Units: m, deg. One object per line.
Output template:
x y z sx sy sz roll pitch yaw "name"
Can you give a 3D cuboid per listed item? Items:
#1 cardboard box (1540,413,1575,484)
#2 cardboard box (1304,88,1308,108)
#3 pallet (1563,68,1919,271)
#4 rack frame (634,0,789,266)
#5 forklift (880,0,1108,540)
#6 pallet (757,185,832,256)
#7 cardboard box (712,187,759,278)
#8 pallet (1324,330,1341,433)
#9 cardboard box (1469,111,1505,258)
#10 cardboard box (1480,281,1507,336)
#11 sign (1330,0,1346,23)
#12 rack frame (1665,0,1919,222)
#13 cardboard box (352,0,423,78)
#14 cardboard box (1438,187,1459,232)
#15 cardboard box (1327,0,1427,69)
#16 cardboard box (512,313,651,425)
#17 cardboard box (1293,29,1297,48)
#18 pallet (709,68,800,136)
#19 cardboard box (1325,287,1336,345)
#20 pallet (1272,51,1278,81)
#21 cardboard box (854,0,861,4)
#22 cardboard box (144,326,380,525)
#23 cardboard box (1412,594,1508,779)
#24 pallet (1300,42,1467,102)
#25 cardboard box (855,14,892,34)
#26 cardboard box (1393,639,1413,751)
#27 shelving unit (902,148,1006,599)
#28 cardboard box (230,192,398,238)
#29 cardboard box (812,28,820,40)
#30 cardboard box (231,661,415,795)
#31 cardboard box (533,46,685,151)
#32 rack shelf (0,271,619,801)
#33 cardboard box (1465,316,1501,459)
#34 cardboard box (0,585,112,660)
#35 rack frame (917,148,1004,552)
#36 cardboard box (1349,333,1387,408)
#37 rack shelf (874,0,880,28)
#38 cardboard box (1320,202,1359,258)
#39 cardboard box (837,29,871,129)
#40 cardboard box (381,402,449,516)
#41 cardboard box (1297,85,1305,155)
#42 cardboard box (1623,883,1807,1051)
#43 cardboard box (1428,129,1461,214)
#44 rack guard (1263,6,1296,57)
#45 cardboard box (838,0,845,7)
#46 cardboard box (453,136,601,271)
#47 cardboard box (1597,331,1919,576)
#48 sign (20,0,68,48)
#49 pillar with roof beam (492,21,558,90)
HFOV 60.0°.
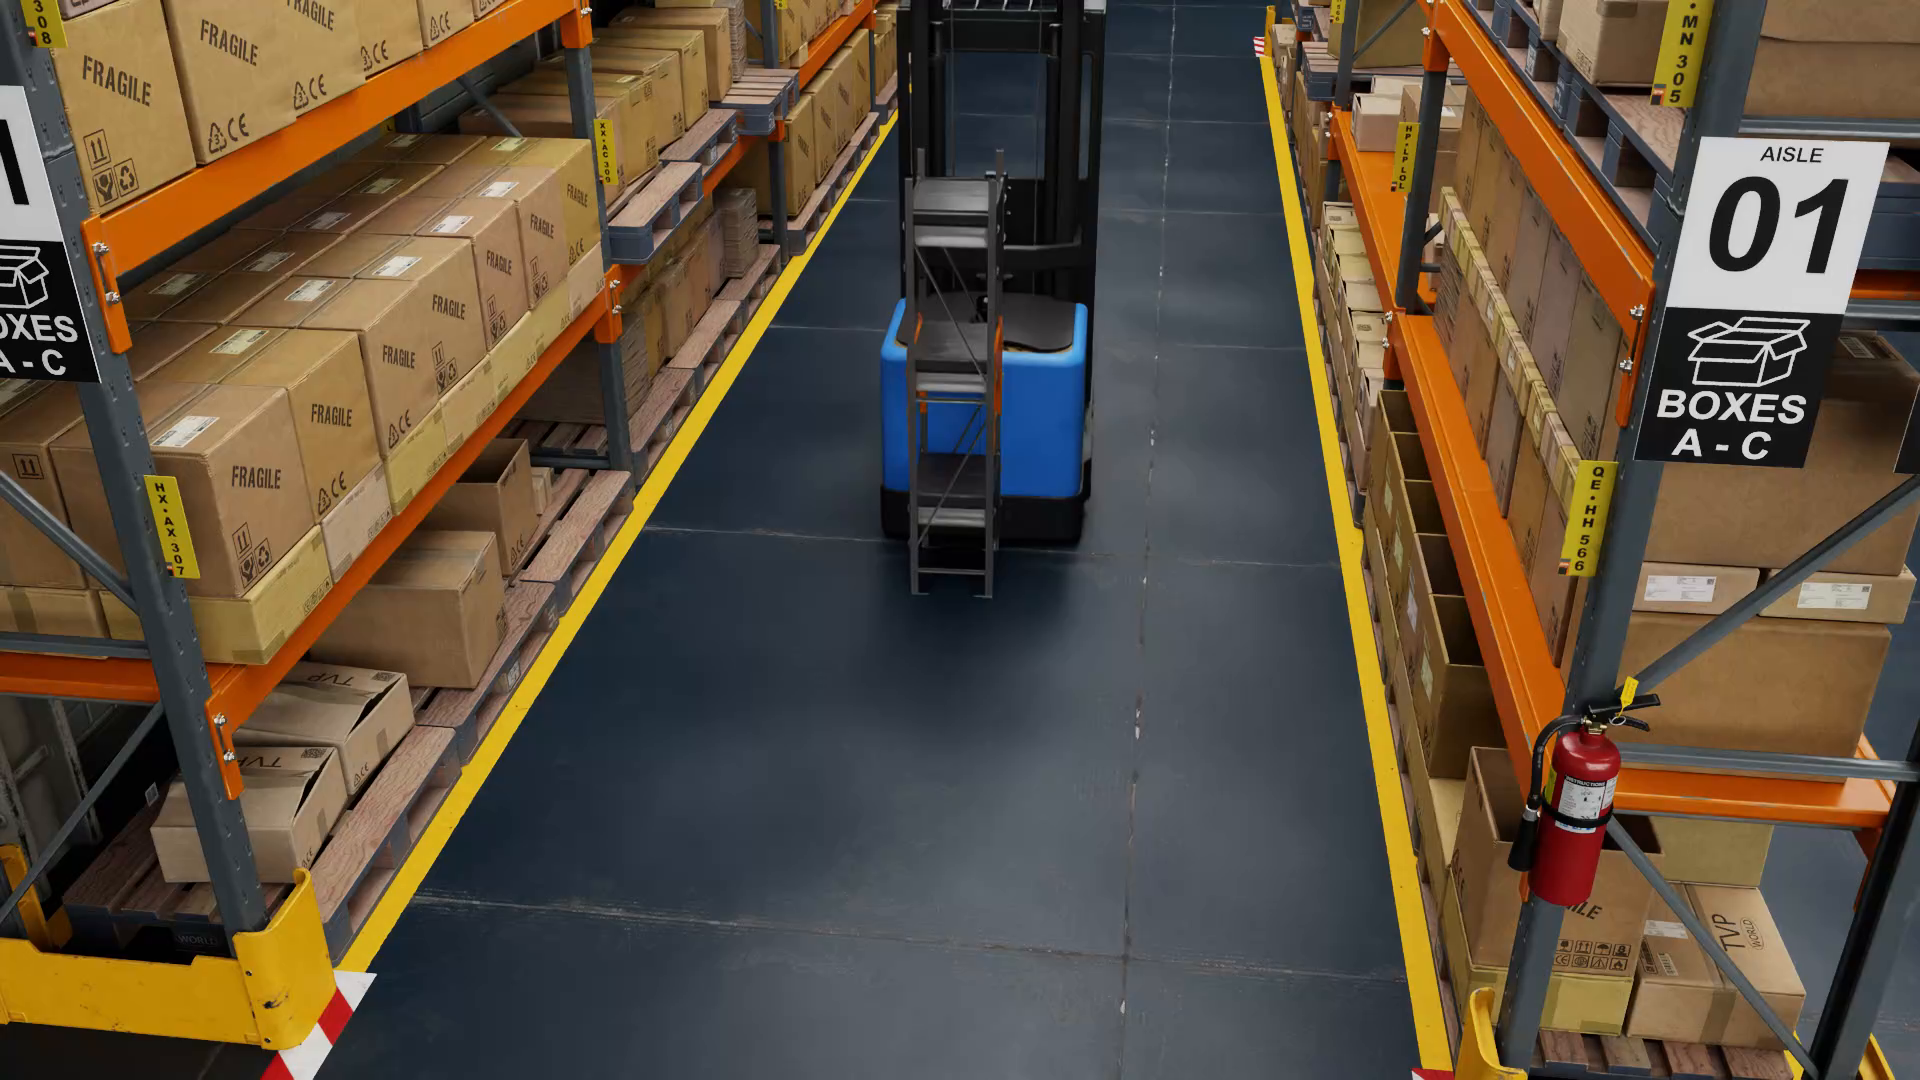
2.082 -0.282 5.321 0.380 0.149 0.250 4 29 7 "cardboard box"
3.176 -3.787 13.998 0.500 0.250 0.500 3 29 6 "cardboard box"
2.242 -1.012 4.397 1.003 0.211 1.213 3 28 6 "pallet"
-1.807 -3.451 11.994 1.000 3.000 0.127 3 28 6 "rack frame"
0.235 -1.962 9.301 1.130 2.935 3.031 2 28 5 "forklift"
-1.635 -2.590 13.336 1.003 0.211 1.213 3 28 6 "pallet"
-1.843 -2.203 11.848 0.700 0.500 0.500 4 29 7 "cardboard box"
2.818 -0.980 10.346 1.003 0.211 1.213 3 28 6 "pallet"
2.511 -1.450 6.806 0.700 0.500 0.500 3 28 6 "cardboard box"
2.241 -0.890 6.450 0.380 0.149 0.250 3 28 5 "cardboard box"
2.570 -3.667 11.257 0.100 0.325 0.005 3 28 6 "sign"
2.130 -2.041 3.050 1.000 3.000 0.127 3 28 6 "rack frame"
-2.293 -1.951 5.919 0.500 0.500 0.500 5 29 9 "cardboard box"
2.395 -1.497 7.576 0.380 0.149 0.250 3 28 6 "cardboard box"
3.075 -3.697 11.902 0.700 0.500 0.500 -6 29 -11 "cardboard box"
-2.223 -1.009 9.632 0.700 0.500 0.500 4 29 8 "cardboard box"
3.825 -5.027 17.087 0.797 0.503 0.637 3 28 6 "cardboard box"
-1.788 -3.025 11.405 1.213 0.211 1.003 3 28 6 "pallet"
2.636 -1.428 10.695 0.500 0.250 0.500 3 28 5 "cardboard box"
3.984 -5.292 18.351 1.003 0.211 1.213 3 28 6 "pallet"
-1.085 -4.937 14.995 0.380 0.149 0.250 4 29 7 "cardboard box"
-2.360 -0.398 5.672 0.500 0.500 0.500 3 29 6 "cardboard box"
2.008 0.555 6.223 0.500 0.500 0.500 3 28 6 "cardboard box"
3.123 -3.404 12.108 1.213 0.211 1.003 3 28 6 "pallet"
-0.900 -5.201 16.750 0.380 0.149 0.250 4 29 8 "cardboard box"
2.074 0.650 6.838 0.500 0.250 0.500 3 28 6 "cardboard box"
-0.020 -0.759 7.945 0.431 2.100 0.503 2 28 4 "shelving unit"
-2.696 -1.155 7.077 0.500 0.500 0.500 4 29 8 "cardboard box"
-1.359 -4.214 13.653 0.380 0.149 0.250 4 29 6 "cardboard box"
-2.543 0.716 6.630 0.500 0.311 0.500 6 29 10 "cardboard box"
-2.076 -2.618 9.878 0.700 0.500 0.500 7 29 13 "cardboard box"
-2.542 -0.310 6.922 1.077 0.370 4.000 3 28 6 "rack shelf"
2.448 -0.633 6.656 0.700 0.500 0.500 4 29 7 "cardboard box"
-2.922 0.140 5.464 0.500 0.250 0.500 4 29 7 "cardboard box"
0.002 -0.874 8.159 0.400 2.100 0.015 2 28 4 "rack frame"
2.442 -0.956 9.227 0.500 0.311 0.500 4 29 8 "cardboard box"
-1.072 -5.959 17.407 1.077 0.370 4.000 3 28 6 "rack shelf"
2.754 -2.157 11.456 0.500 0.311 0.500 4 29 8 "cardboard box"
-1.267 -4.259 15.317 0.750 0.750 0.750 4 29 7 "cardboard box"
-2.294 -0.324 6.327 0.500 0.250 0.500 3 28 5 "cardboard box"
3.245 -3.676 14.583 0.500 0.500 0.500 4 29 7 "cardboard box"
2.416 1.387 5.470 0.500 0.250 0.500 3 28 6 "cardboard box"
2.795 -1.935 9.074 0.500 0.500 0.500 5 29 10 "cardboard box"
4.081 -5.795 18.979 1.175 0.500 0.348 3 28 6 "rack guard"
-1.246 -4.809 14.074 0.500 0.500 0.500 3 29 6 "cardboard box"
-2.048 -1.601 7.905 0.500 0.500 0.500 3 28 6 "cardboard box"
2.206 -0.259 4.594 0.700 0.500 0.500 3 29 6 "cardboard box"
-2.249 -1.360 4.027 0.100 0.325 0.005 3 28 6 "sign"
1.448 -5.281 9.064 9.100 9.000 0.400 3 28 6 "pillar with roof beam"
